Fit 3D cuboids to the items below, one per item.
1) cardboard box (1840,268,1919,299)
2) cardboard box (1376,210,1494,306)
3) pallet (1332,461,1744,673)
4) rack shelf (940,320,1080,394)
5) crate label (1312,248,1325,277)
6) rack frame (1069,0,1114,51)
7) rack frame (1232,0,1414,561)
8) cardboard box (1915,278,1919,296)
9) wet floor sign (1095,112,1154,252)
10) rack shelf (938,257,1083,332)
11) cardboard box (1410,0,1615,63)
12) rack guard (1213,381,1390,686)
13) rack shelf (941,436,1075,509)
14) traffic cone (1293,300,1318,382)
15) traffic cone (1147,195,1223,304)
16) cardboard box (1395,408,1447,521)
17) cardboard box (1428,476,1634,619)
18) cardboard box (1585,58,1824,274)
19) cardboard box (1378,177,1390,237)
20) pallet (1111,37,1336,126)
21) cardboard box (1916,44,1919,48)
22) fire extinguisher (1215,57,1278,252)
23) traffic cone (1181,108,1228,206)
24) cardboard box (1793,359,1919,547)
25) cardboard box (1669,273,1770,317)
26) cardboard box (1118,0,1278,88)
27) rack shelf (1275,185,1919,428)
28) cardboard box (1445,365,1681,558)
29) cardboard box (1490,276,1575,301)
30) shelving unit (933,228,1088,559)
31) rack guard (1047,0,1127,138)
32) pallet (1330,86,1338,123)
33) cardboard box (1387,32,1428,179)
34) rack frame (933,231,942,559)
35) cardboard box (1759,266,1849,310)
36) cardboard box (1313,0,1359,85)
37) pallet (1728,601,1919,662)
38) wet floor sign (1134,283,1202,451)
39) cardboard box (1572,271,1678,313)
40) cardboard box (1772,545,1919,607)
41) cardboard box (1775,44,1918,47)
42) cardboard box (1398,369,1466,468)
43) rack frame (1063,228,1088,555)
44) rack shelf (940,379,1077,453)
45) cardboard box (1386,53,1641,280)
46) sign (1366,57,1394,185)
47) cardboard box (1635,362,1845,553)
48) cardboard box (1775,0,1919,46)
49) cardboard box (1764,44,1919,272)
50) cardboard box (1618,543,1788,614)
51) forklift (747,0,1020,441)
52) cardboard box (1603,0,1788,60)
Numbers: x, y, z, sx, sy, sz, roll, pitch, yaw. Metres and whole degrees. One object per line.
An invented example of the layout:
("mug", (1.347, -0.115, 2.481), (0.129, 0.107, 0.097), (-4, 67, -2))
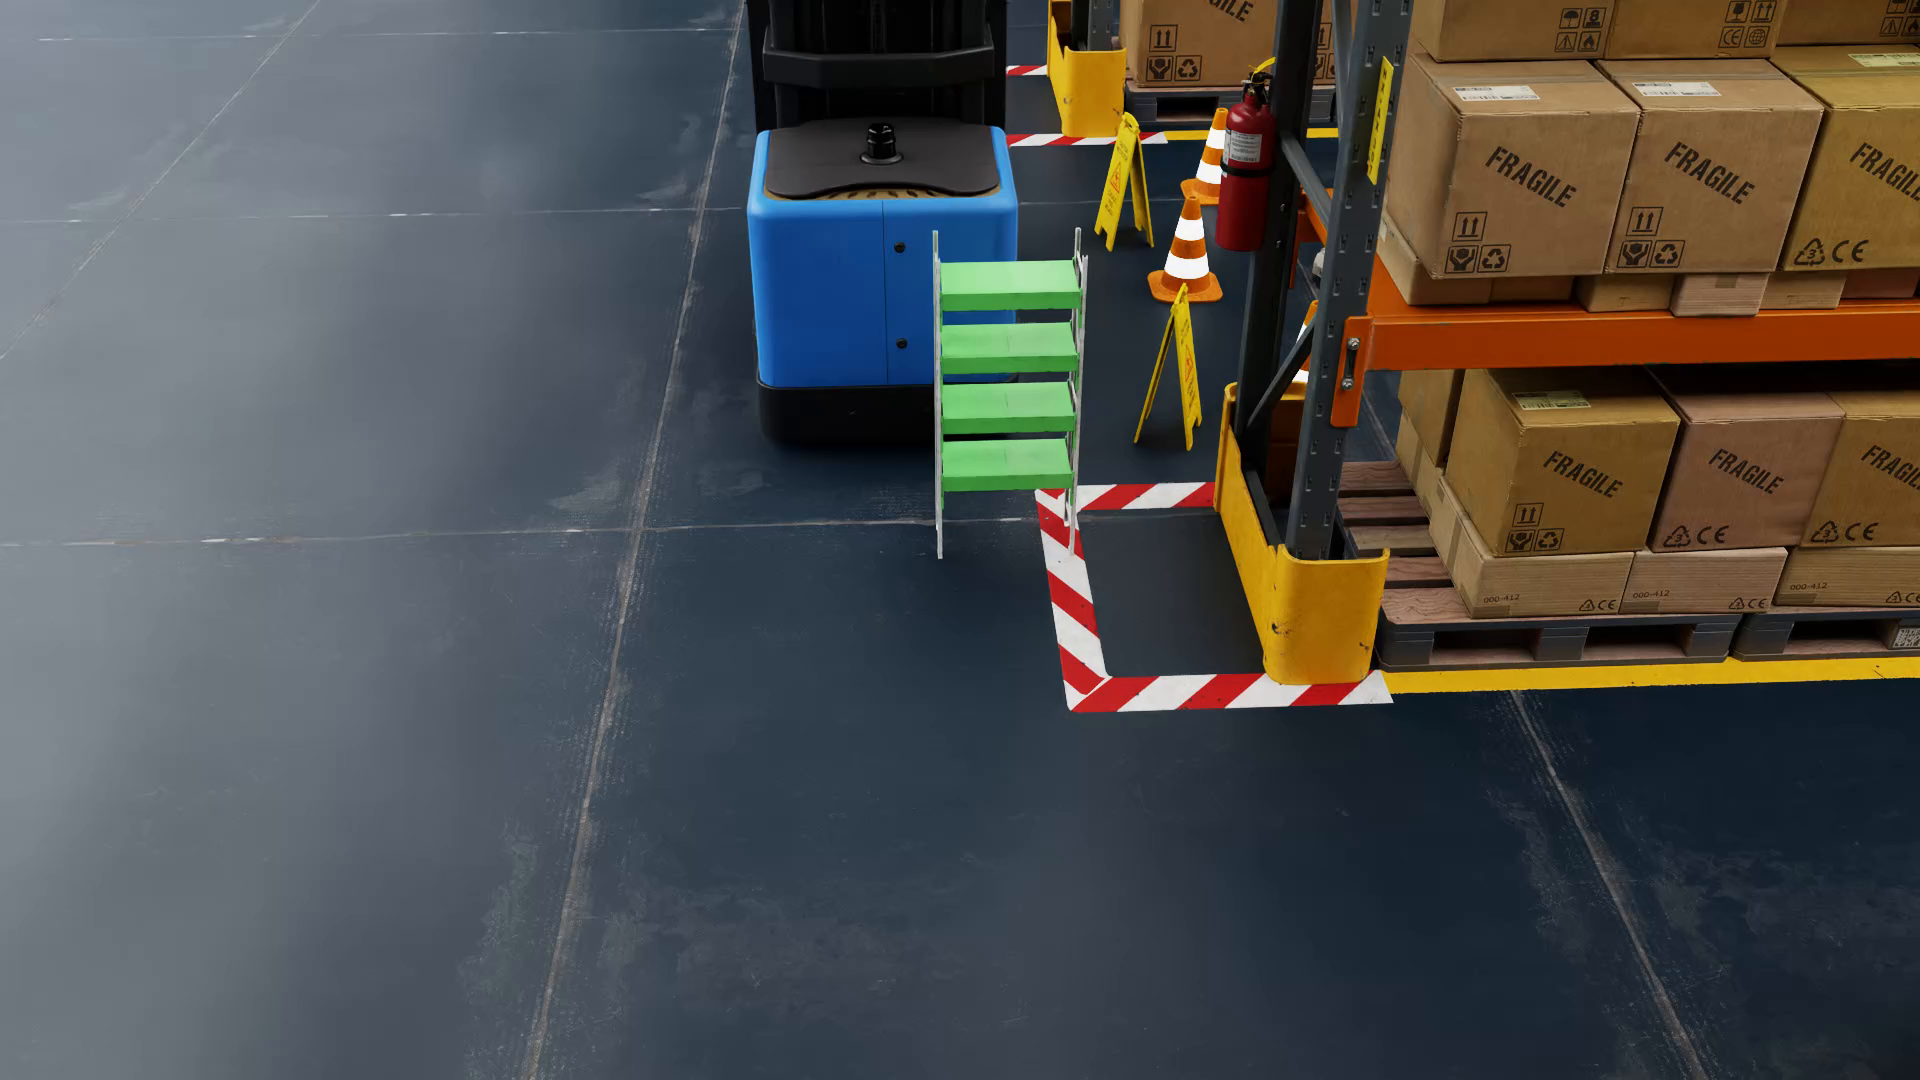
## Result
("cardboard box", (2.748, -0.894, 5.127), (0.250, 0.149, 0.380), (0, 35, -1))
("cardboard box", (1.454, -0.870, 5.092), (0.250, 0.149, 0.380), (-1, 35, -2))
("pallet", (1.994, 0.061, 5.976), (1.213, 0.211, 1.003), (-2, 35, -2))
("rack shelf", (0.165, -0.643, 5.815), (0.480, 0.148, 0.258), (-2, 35, -2))
("crate label", (1.863, -1.328, 8.048), (0.298, 0.136, 0.250), (-20, 39, -26))
("rack frame", (0.769, -3.893, 9.239), (0.127, 3.000, 1.000), (-2, 35, -2))
("rack frame", (1.105, -1.082, 5.177), (0.127, 3.000, 1.000), (-2, 35, -2))
("cardboard box", (3.012, -0.884, 5.113), (0.250, 0.149, 0.380), (-2, 35, -3))
("wet floor sign", (0.834, -1.799, 8.282), (0.232, 0.644, 0.267), (-7, 35, -10))
("rack shelf", (0.165, -0.840, 5.678), (0.480, 0.148, 0.258), (-2, 35, -2))
("cardboard box", (1.605, -1.794, 4.979), (0.500, 0.500, 0.700), (-2, 35, -3))
("rack guard", (1.181, -0.056, 5.892), (0.348, 0.500, 1.175), (-2, 35, -2))
("rack shelf", (0.165, -0.248, 6.088), (0.480, 0.148, 0.258), (-2, 35, -2))
("traffic cone", (1.473, -0.784, 6.976), (0.334, 0.463, 0.336), (-2, 35, -2))
("traffic cone", (1.081, -1.405, 7.874), (0.334, 0.463, 0.336), (-2, 35, -2))
("cardboard box", (1.923, -0.299, 6.094), (0.500, 0.250, 0.500), (-2, 35, -2))
("cardboard box", (1.923, 0.012, 5.645), (0.500, 0.250, 0.500), (-2, 35, -3))
("cardboard box", (2.108, -1.116, 4.878), (0.500, 0.500, 0.500), (-1, 35, -1))
("cardboard box", (1.468, -1.110, 5.439), (0.250, 0.149, 0.380), (0, 35, -1))
("pallet", (1.564, -2.812, 10.128), (1.213, 0.211, 1.003), (-2, 35, -2))
("cardboard box", (3.125, -1.149, 4.925), (0.500, 0.500, 0.500), (-2, 35, -3))
("fire extinguisher", (0.968, -1.309, 5.573), (0.183, 0.674, 0.296), (-2, 35, -2))
("traffic cone", (1.367, -2.057, 8.815), (0.334, 0.463, 0.336), (-2, 35, -2))
("cardboard box", (2.971, -0.323, 5.469), (0.500, 0.500, 0.500), (-1, 35, -1))
("cardboard box", (2.230, -0.827, 5.029), (0.250, 0.149, 0.380), (-1, 35, -1))
("cardboard box", (1.444, -3.248, 9.805), (0.875, 0.875, 0.875), (-1, 35, -2))
("rack shelf", (3.102, -0.840, 5.460), (4.000, 0.370, 1.077), (-2, 35, -2))
("cardboard box", (1.947, -0.298, 5.433), (0.500, 0.500, 0.500), (-3, 35, -4))
("cardboard box", (1.705, -0.885, 5.114), (0.250, 0.149, 0.380), (-1, 35, -2))
("shelving unit", (0.165, -0.498, 5.915), (0.503, 1.200, 0.258), (-2, 35, -2))
("rack guard", (0.745, -2.864, 9.950), (0.348, 0.500, 1.175), (-2, 35, -2))
("pallet", (2.780, -2.843, 10.173), (1.213, 0.211, 1.003), (-2, 35, -2))
("cardboard box", (1.634, -1.417, 5.312), (0.500, 0.500, 0.500), (-2, 35, -3))
("rack frame", (-0.079, -0.491, 5.905), (0.015, 1.200, 0.240), (-2, 35, -2))
("cardboard box", (2.487, -0.853, 5.067), (0.250, 0.149, 0.380), (-1, 35, -1))
("cardboard box", (2.322, -3.273, 9.841), (0.875, 0.875, 0.875), (-2, 35, -3))
("pallet", (3.209, 0.030, 6.022), (1.213, 0.211, 1.003), (-2, 35, -2))
("wet floor sign", (0.864, -0.717, 6.719), (0.232, 0.644, 0.267), (10, 36, 14))
("cardboard box", (1.974, -0.846, 5.057), (0.250, 0.149, 0.380), (-3, 35, -4))
("cardboard box", (2.978, -0.020, 5.690), (0.500, 0.250, 0.500), (1, 35, 1))
("cardboard box", (2.634, -1.439, 5.344), (0.500, 0.500, 0.500), (-2, 35, -2))
("cardboard box", (1.893, -0.602, 5.872), (0.500, 0.500, 0.500), (-1, 35, -2))
("rack frame", (0.409, -0.504, 5.924), (0.015, 1.200, 0.240), (-2, 35, -2))
("rack shelf", (0.165, -0.445, 5.951), (0.480, 0.148, 0.258), (-2, 35, -2))
("cardboard box", (1.591, -1.100, 4.855), (0.500, 0.500, 0.500), (-2, 35, -3))
("sign", (1.130, -1.129, 4.485), (0.005, 0.325, 0.100), (-2, 35, -2))
("cardboard box", (2.469, -0.314, 5.457), (0.500, 0.500, 0.500), (-3, 35, -4))
("cardboard box", (2.615, -1.876, 5.097), (0.500, 0.500, 0.700), (-2, 35, -3))
("cardboard box", (2.617, -1.131, 4.899), (0.500, 0.500, 0.500), (-2, 35, -3))
("cardboard box", (2.434, 0.002, 5.658), (0.500, 0.250, 0.500), (0, 35, -1))
("forklift", (-0.358, -2.415, 7.164), (1.130, 2.935, 3.031), (-2, 35, -2))
("cardboard box", (2.110, -1.804, 4.993), (0.500, 0.500, 0.700), (-1, 35, -2))
